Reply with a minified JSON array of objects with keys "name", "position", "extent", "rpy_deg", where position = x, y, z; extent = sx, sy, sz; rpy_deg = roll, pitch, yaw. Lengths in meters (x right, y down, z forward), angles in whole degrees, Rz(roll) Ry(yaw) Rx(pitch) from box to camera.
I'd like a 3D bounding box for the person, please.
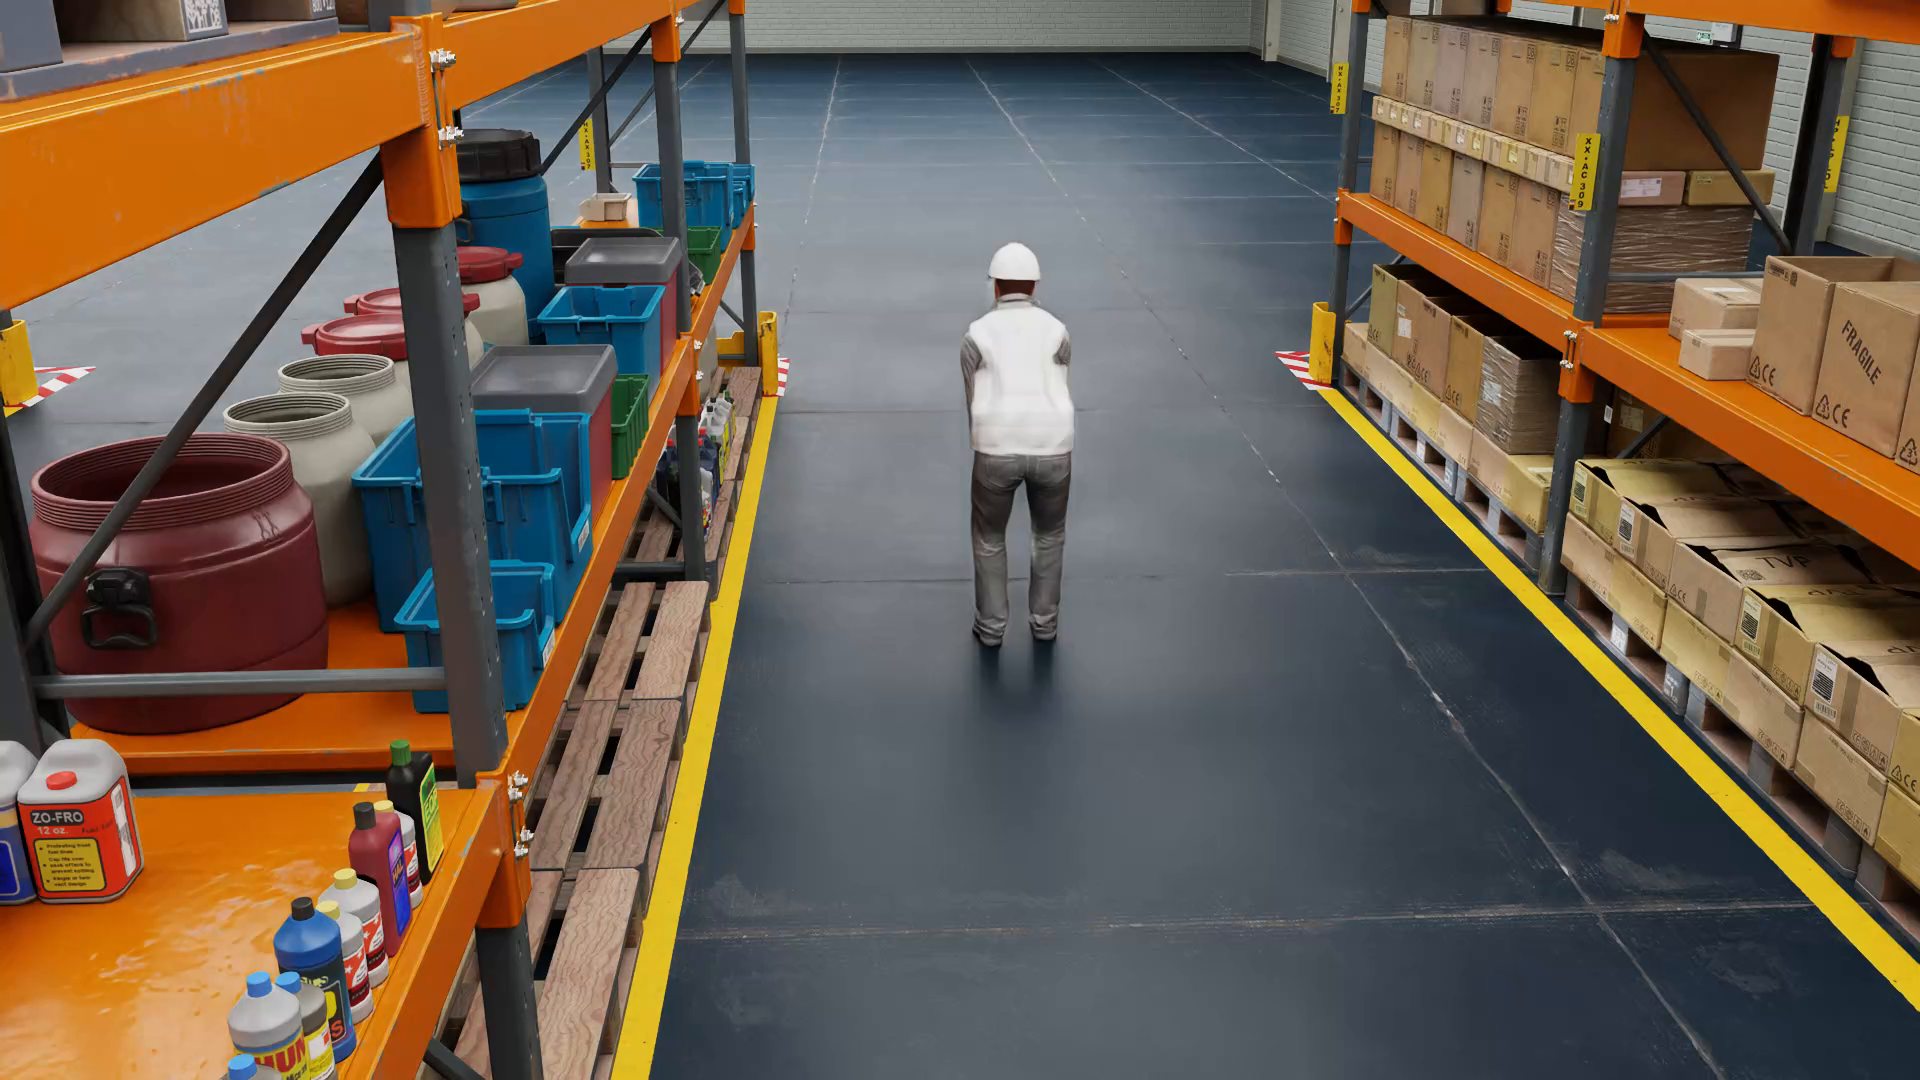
[{"name":"person","position":[0.247,-0.420,7.201],"extent":[0.477,1.762,0.574],"rpy_deg":[-1,20,-4]}]
